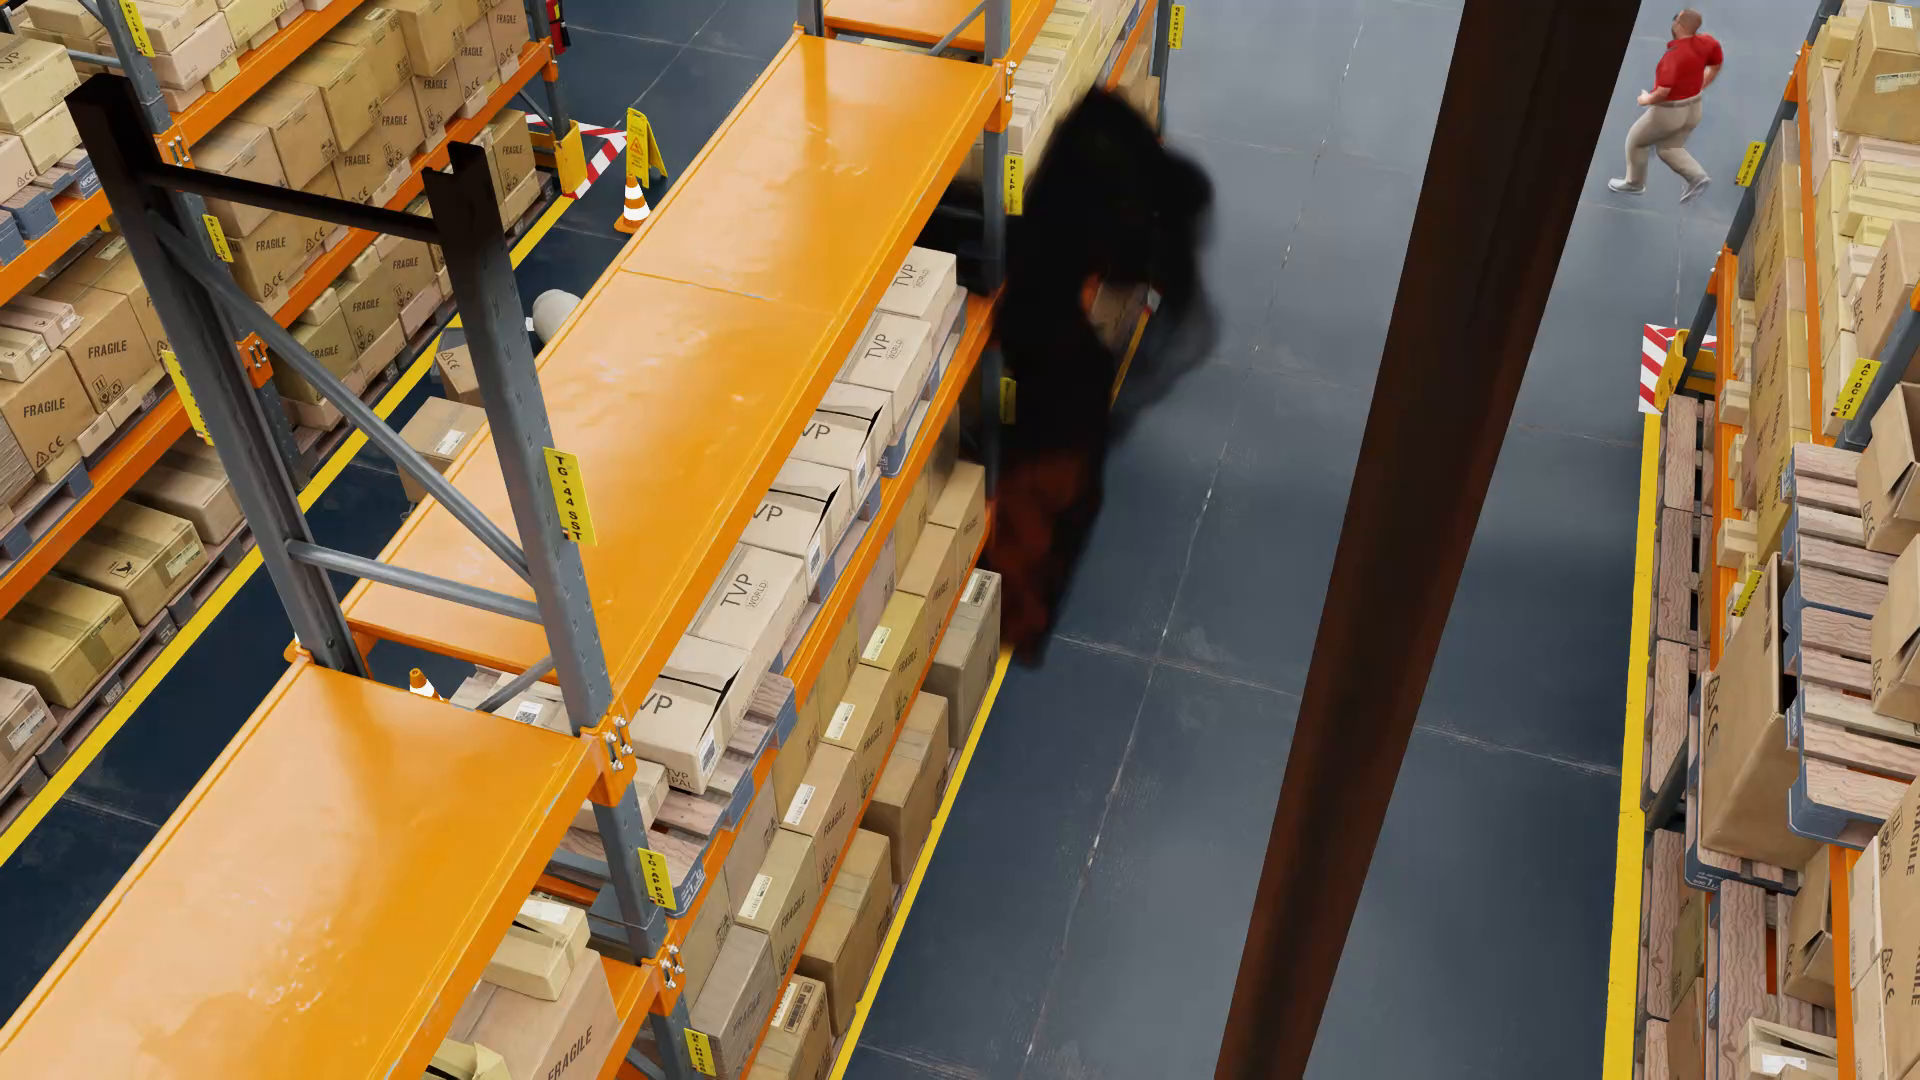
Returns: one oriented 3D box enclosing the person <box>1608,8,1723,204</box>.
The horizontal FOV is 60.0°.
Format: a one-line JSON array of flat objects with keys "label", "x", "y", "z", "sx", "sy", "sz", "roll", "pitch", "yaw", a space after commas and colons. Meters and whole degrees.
[{"label": "person", "x": 5.680, "y": -3.343, "z": 13.183, "sx": 0.675, "sy": 1.714, "sz": 0.843, "roll": -20, "pitch": 49, "yaw": -19}]
